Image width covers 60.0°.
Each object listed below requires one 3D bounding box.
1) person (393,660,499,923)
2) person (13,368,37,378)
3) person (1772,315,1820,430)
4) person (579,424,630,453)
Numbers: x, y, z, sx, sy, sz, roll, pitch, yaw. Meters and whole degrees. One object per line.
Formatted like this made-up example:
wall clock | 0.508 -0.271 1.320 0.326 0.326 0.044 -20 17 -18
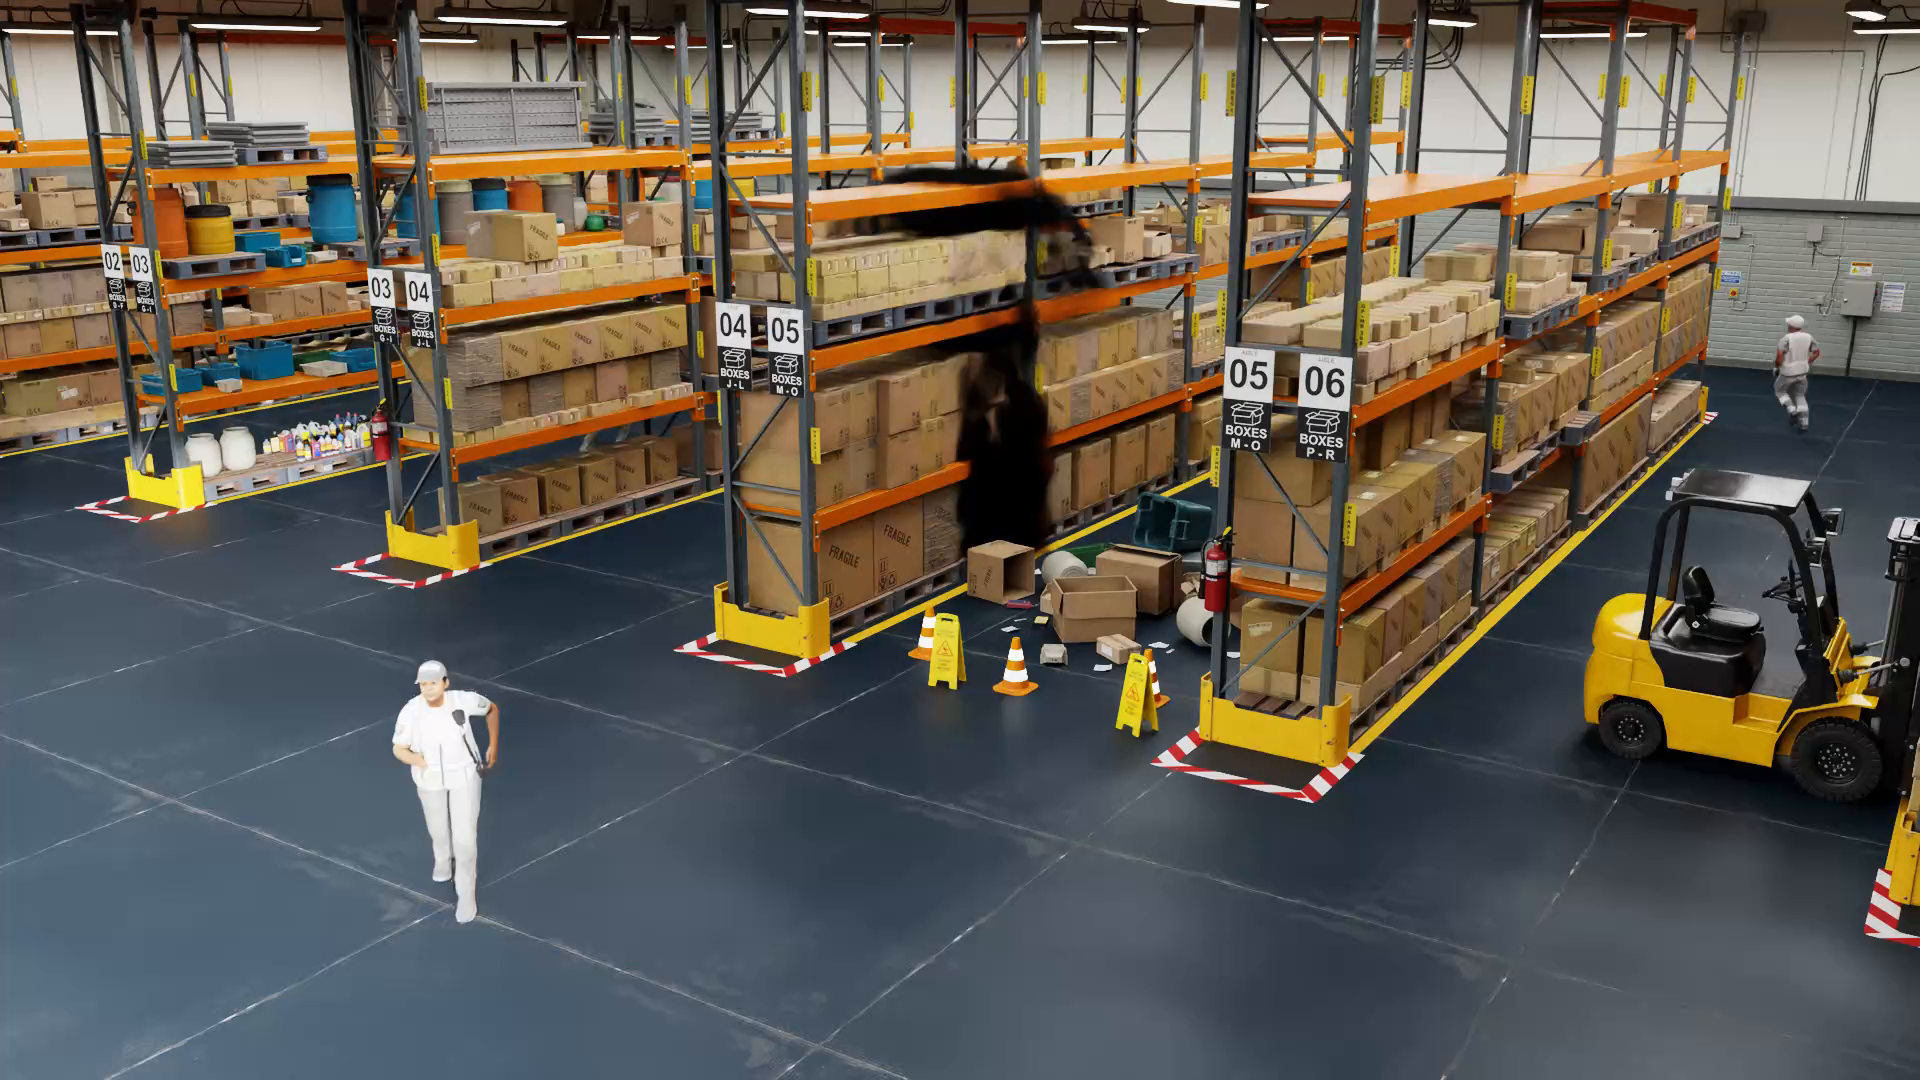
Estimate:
person | -3.248 1.548 10.596 0.611 1.708 0.871 -2 16 -7
person | -14.419 -2.671 25.569 0.686 1.720 0.587 7 17 25
person | 12.566 -2.550 25.153 0.717 1.723 0.546 0 16 -1
person | -5.122 -2.176 23.759 0.656 1.744 0.954 7 17 23
